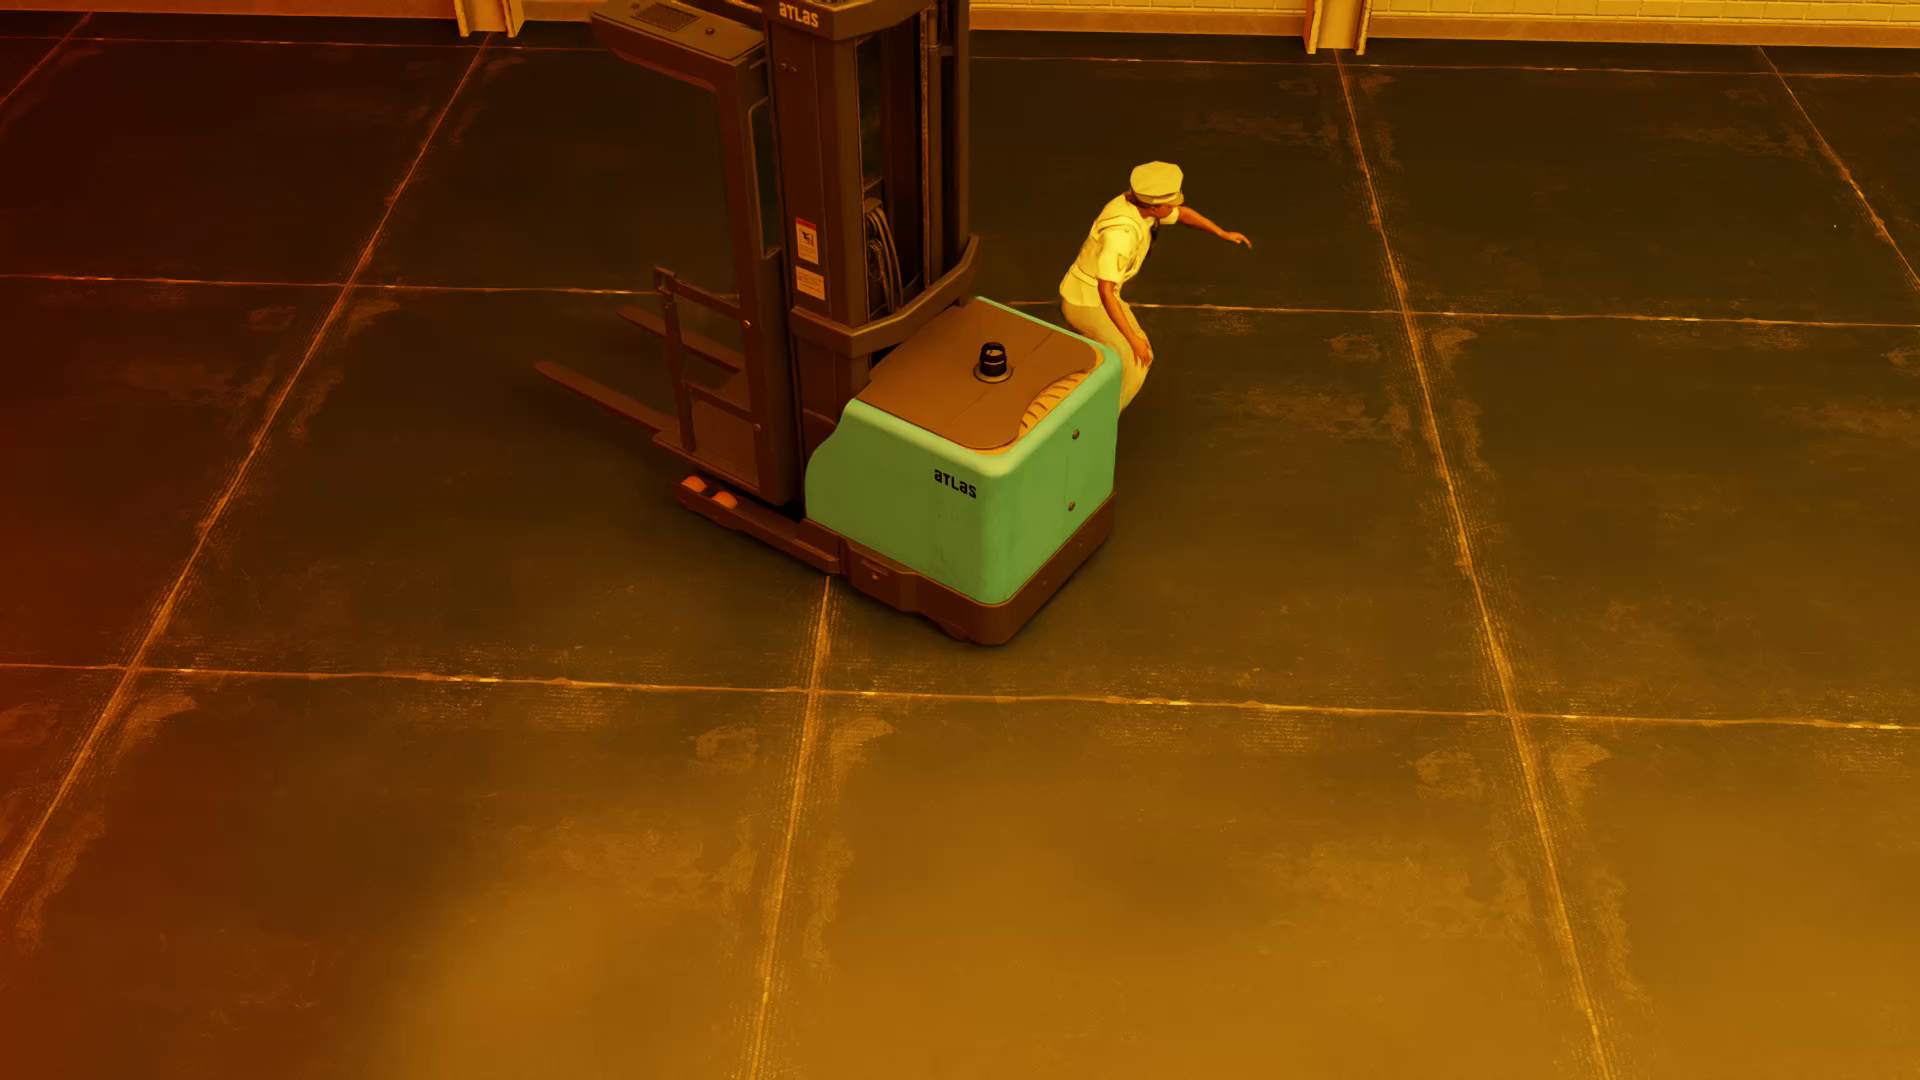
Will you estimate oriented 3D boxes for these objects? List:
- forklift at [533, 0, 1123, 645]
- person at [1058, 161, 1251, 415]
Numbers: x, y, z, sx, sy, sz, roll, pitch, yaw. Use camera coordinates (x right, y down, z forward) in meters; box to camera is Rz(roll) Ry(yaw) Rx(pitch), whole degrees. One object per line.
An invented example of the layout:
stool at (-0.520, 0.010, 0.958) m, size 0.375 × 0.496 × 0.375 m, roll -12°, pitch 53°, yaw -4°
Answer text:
forklift at (-0.774, -1.414, 7.291) m, size 3.031 × 2.935 × 1.130 m, roll 25°, pitch 48°, yaw 25°
person at (0.886, -1.070, 8.027) m, size 0.894 × 1.397 × 1.095 m, roll 10°, pitch 43°, yaw 11°
